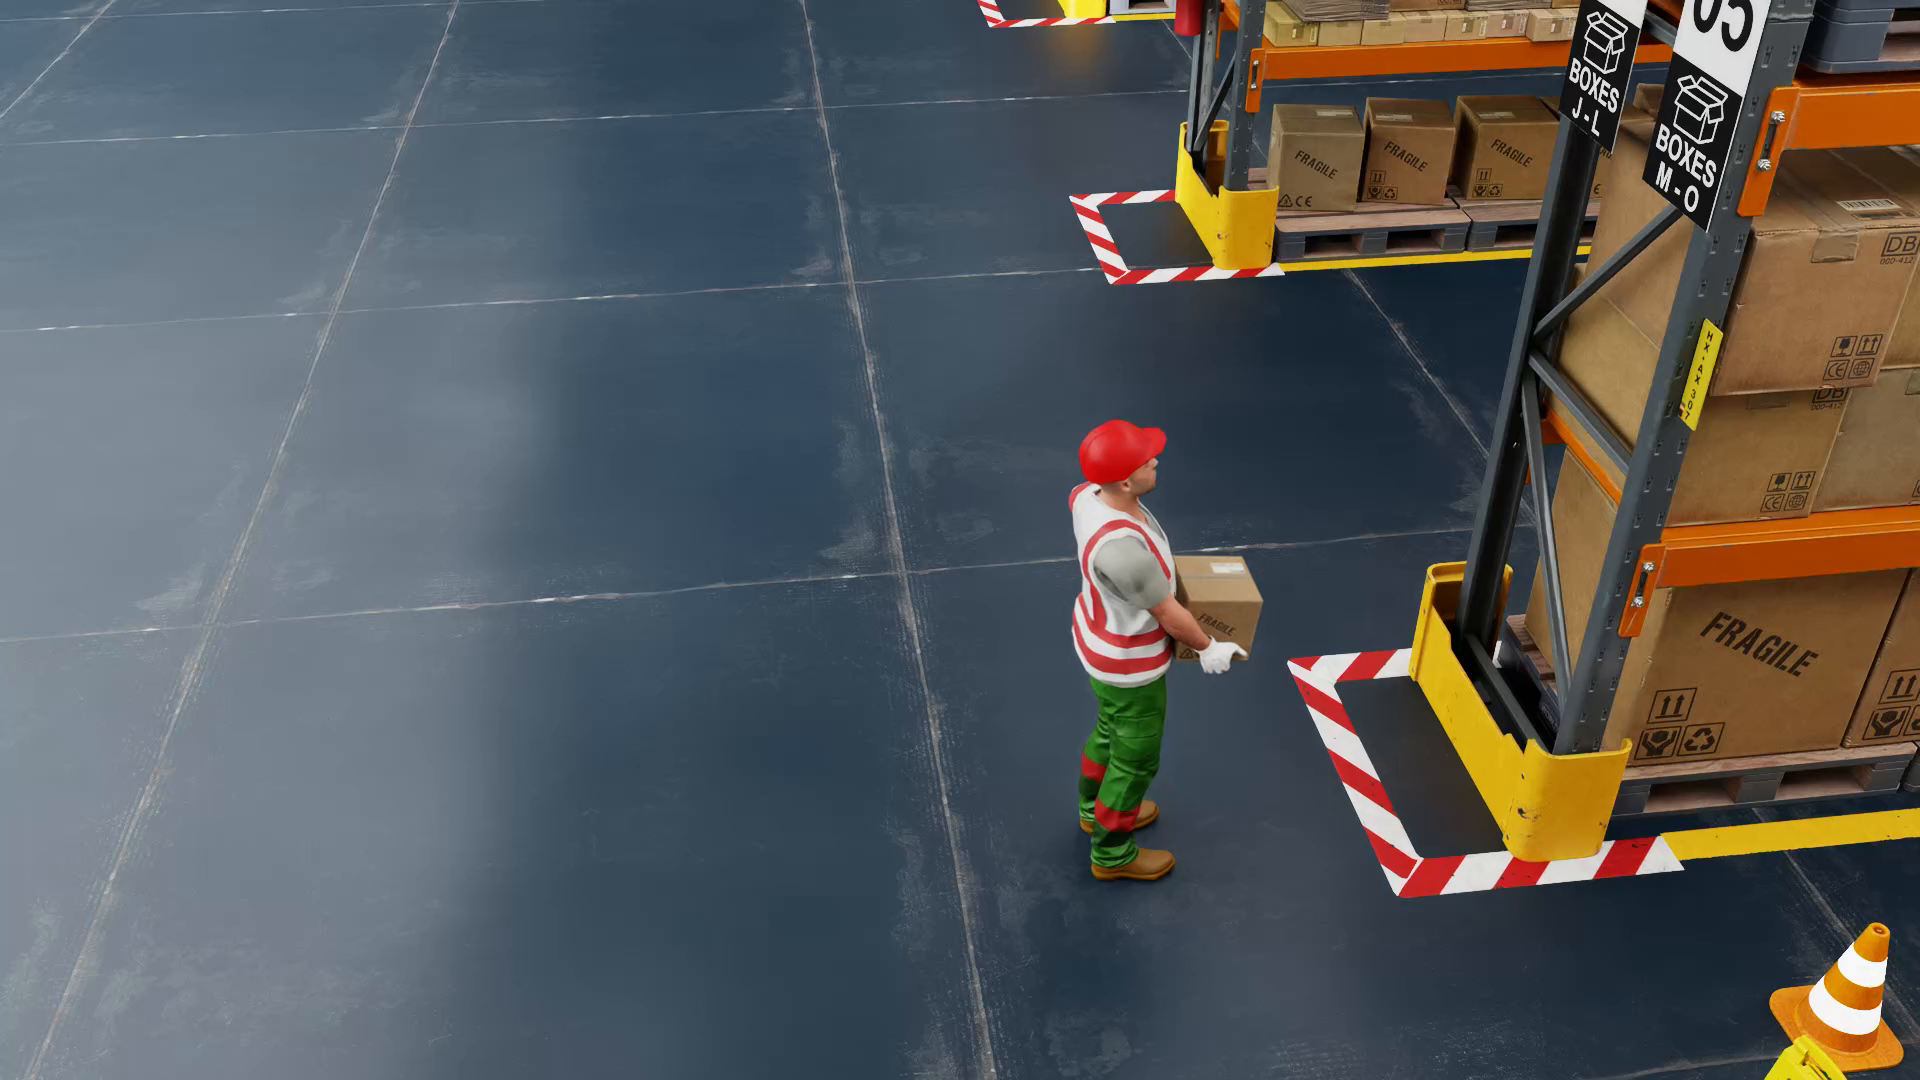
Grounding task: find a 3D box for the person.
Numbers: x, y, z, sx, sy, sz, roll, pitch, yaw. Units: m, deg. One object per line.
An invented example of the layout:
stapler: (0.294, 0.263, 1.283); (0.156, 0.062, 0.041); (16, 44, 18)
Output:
person: (0.645, 0.370, 5.589); (0.561, 1.785, 0.497); (-4, 35, -6)
